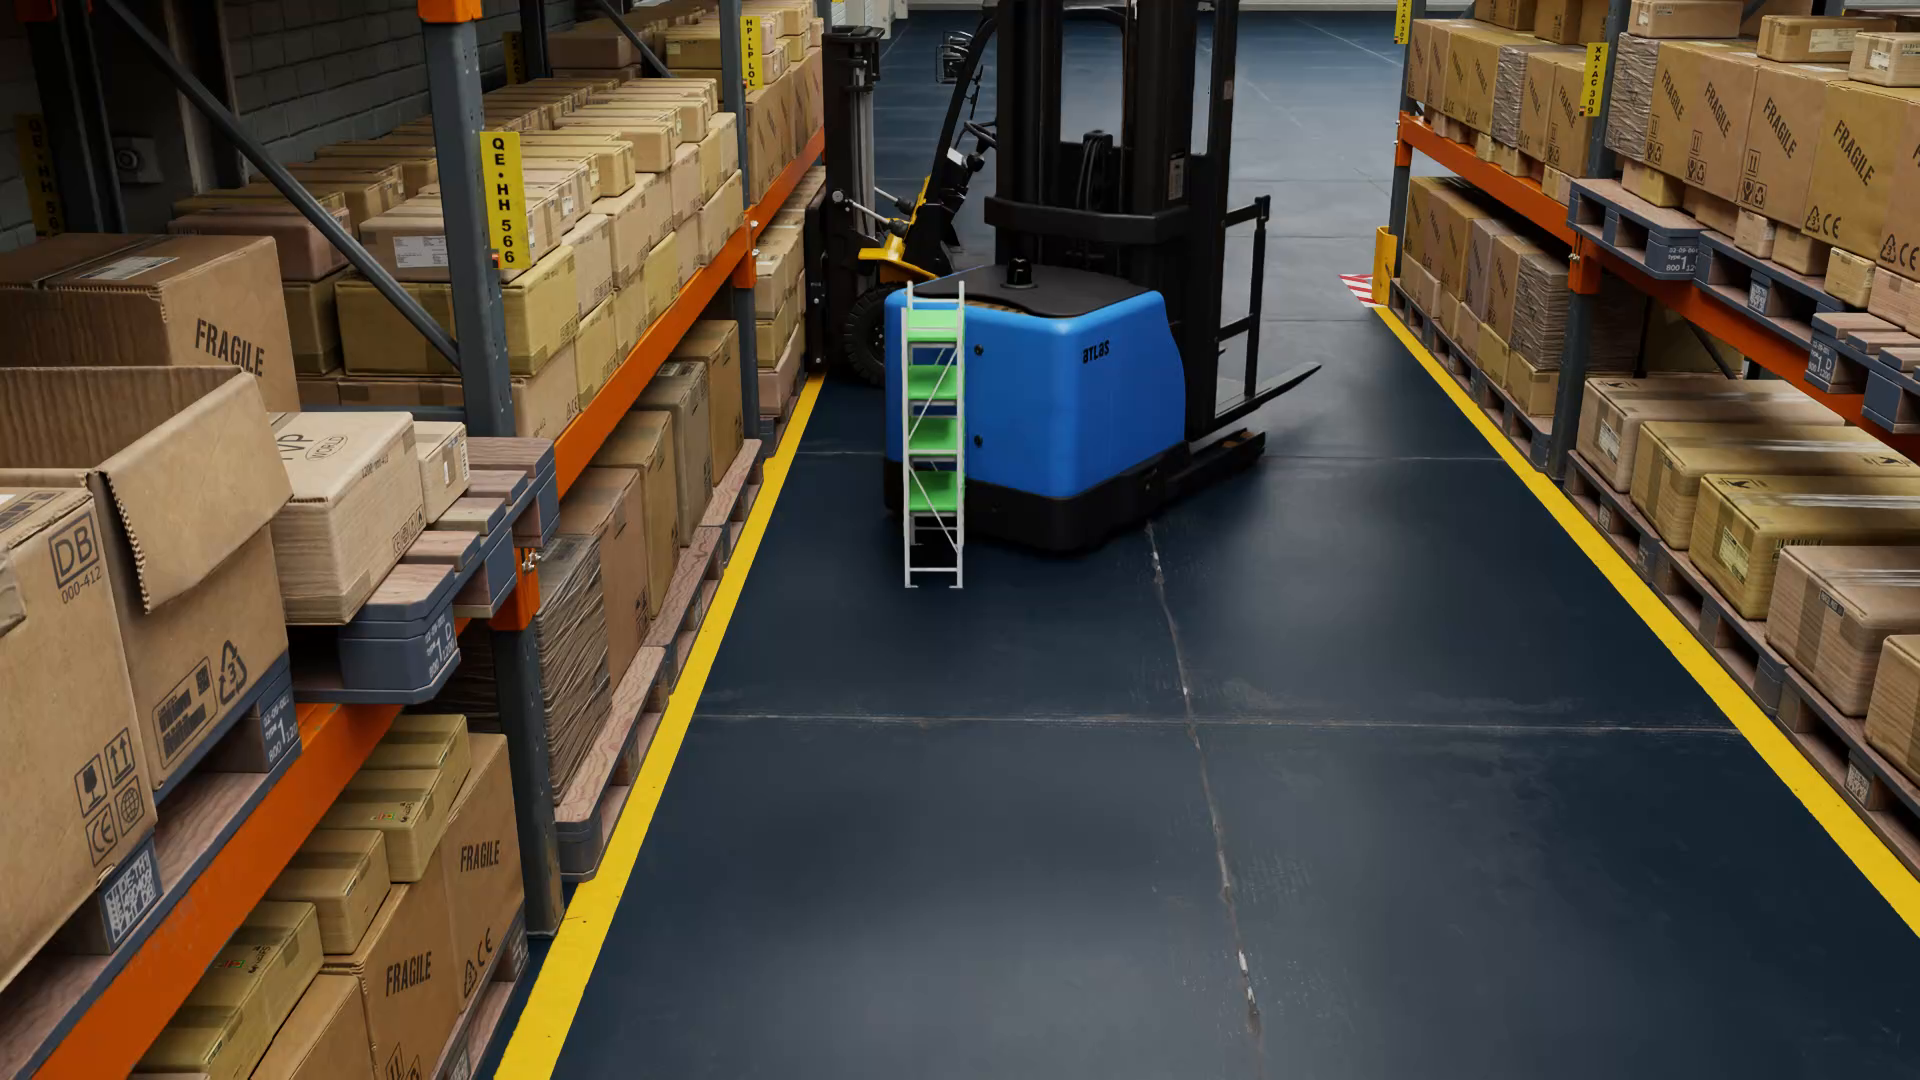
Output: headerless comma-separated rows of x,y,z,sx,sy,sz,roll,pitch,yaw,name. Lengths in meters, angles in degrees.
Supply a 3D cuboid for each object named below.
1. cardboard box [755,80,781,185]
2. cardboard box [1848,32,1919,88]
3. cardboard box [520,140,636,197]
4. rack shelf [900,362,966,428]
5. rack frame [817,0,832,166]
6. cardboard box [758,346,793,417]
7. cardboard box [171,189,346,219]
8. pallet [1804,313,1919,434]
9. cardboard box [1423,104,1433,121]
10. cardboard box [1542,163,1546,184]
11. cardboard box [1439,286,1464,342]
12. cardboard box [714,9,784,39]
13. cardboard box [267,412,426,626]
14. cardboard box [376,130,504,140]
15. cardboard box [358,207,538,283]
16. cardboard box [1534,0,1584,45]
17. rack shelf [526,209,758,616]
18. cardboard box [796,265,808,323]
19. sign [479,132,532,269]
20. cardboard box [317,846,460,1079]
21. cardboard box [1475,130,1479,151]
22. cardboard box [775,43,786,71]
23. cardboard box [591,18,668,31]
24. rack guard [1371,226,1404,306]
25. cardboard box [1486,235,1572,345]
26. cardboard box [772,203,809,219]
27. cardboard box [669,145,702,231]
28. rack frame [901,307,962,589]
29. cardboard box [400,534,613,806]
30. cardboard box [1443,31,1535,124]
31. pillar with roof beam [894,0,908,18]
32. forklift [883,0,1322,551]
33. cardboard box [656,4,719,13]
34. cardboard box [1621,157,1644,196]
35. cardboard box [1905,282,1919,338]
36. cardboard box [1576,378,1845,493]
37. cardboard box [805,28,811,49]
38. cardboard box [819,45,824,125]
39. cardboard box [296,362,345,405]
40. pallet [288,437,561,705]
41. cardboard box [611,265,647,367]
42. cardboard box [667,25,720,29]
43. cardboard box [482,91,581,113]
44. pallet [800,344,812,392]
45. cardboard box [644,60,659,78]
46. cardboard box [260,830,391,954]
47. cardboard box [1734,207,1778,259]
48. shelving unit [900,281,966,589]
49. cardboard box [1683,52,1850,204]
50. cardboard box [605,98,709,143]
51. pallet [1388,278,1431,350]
-1.237,-2.149,8.782,0.500,0.500,0.500,1,21,3,cardboard box
3.097,-1.535,5.310,0.380,0.149,0.250,0,21,-1,cardboard box
-1.300,-1.238,5.537,0.380,0.149,0.250,1,21,3,cardboard box
-0.107,-0.610,6.956,0.258,0.148,0.480,0,21,1,rack shelf
-1.389,-3.202,11.635,1.000,3.000,0.127,1,21,2,rack frame
-1.165,-0.841,8.771,0.500,0.250,0.500,1,21,2,cardboard box
-1.929,-0.874,4.601,0.380,0.149,0.250,1,21,3,cardboard box
3.244,-0.426,4.745,1.213,0.211,1.003,1,21,2,pallet
3.355,-2.911,11.233,0.380,0.149,0.250,1,21,2,cardboard box
3.242,-1.889,8.598,0.380,0.149,0.250,1,21,2,cardboard box
3.244,-1.392,10.191,0.500,0.250,0.500,2,21,5,cardboard box
-1.230,-3.003,9.677,0.380,0.149,0.250,1,21,2,cardboard box
-1.341,-0.051,3.139,0.500,0.250,0.500,0,21,-1,cardboard box
-1.798,-1.334,5.785,0.380,0.149,0.250,1,21,3,cardboard box
-1.329,-0.771,4.334,0.380,0.149,0.250,1,21,3,cardboard box
3.685,-3.066,9.353,0.700,0.500,0.500,1,21,1,cardboard box
-1.572,-0.697,6.174,1.077,0.370,4.000,1,21,2,rack shelf
-1.148,-1.438,9.618,0.500,0.250,0.500,0,21,1,cardboard box
-1.090,-0.810,3.979,0.100,0.325,0.005,1,21,2,sign
-1.456,0.996,3.690,0.500,0.500,0.500,0,21,1,cardboard box
3.259,-2.348,9.782,0.380,0.149,0.250,0,21,0,cardboard box
-1.171,-2.680,9.254,0.380,0.149,0.250,0,21,0,cardboard box
-1.787,-2.733,8.980,0.380,0.149,0.250,0,21,1,cardboard box
3.570,-1.956,11.879,1.175,0.500,0.348,1,21,2,rack guard
3.214,-1.367,9.089,0.500,0.500,0.500,1,21,3,cardboard box
-1.130,-1.862,10.019,0.500,0.250,0.500,0,21,1,cardboard box
-1.300,-1.368,6.424,0.500,0.250,0.500,1,21,3,cardboard box
-0.112,-0.358,6.793,0.240,1.200,0.015,0,21,1,rack frame
-1.600,0.376,5.115,0.875,0.625,0.625,1,21,3,cardboard box
3.254,-2.795,10.035,0.500,0.500,0.500,0,21,1,cardboard box
2.904,-16.557,37.760,9.100,9.000,0.400,1,21,2,pillar with roof beam
0.913,-1.792,8.095,1.130,2.935,3.031,15,26,33,forklift
-1.654,-3.196,10.173,0.380,0.149,0.250,1,21,3,cardboard box
3.118,-1.585,7.234,0.380,0.149,0.250,1,21,2,cardboard box
3.002,-0.646,4.813,0.380,0.149,0.250,0,21,1,cardboard box
3.437,-0.484,7.681,0.950,0.372,0.625,1,21,2,cardboard box
-1.167,-3.237,10.690,0.380,0.149,0.250,1,21,3,cardboard box
-1.142,-3.068,11.151,0.500,0.500,0.500,0,21,0,cardboard box
-1.875,-0.405,4.634,0.500,0.250,0.500,0,21,0,cardboard box
-1.583,0.026,3.582,1.213,0.211,1.003,1,21,2,pallet
-1.346,-0.766,5.563,0.500,0.250,0.500,0,21,0,cardboard box
-1.288,-2.543,8.491,0.380,0.149,0.250,0,21,1,cardboard box
-1.805,-1.794,6.970,0.380,0.149,0.250,1,21,1,cardboard box
-1.411,-1.185,10.292,1.003,0.211,1.213,1,21,2,pallet
-1.769,-2.411,8.560,0.380,0.149,0.250,1,21,3,cardboard box
-1.424,0.733,3.473,0.380,0.149,0.250,0,21,0,cardboard box
3.050,-1.114,6.020,0.380,0.149,0.250,1,21,4,cardboard box
-0.107,-0.446,7.020,0.258,1.200,0.503,0,21,1,shelving unit
3.106,-1.558,6.267,0.500,0.500,0.500,1,21,1,cardboard box
-1.225,-1.701,6.731,0.380,0.149,0.250,0,21,0,cardboard box
3.510,-1.528,11.176,1.003,0.211,1.213,1,21,2,pallet
